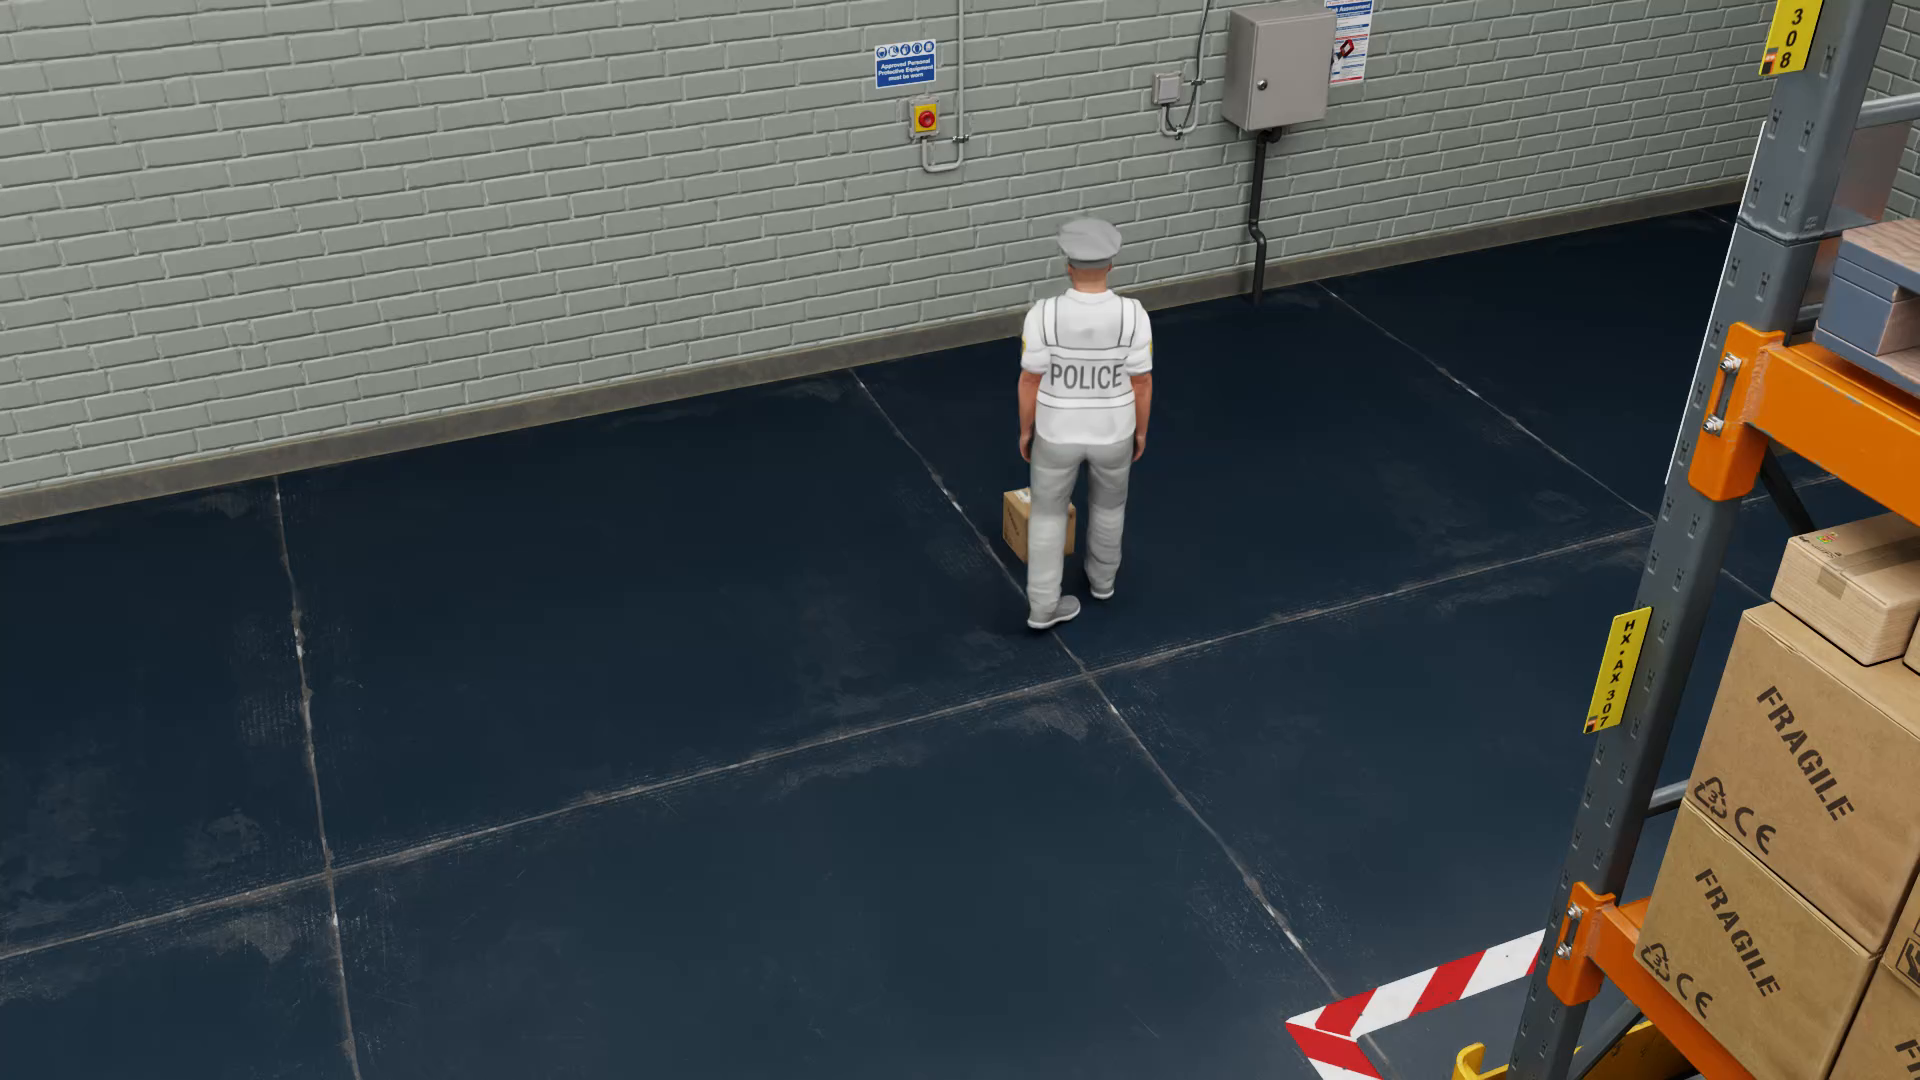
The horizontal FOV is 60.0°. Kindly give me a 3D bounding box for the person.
[{"bbox_3d":[0.501,-0.480,6.851,0.541,1.779,0.581,0,33,0],"label":"person"}]
